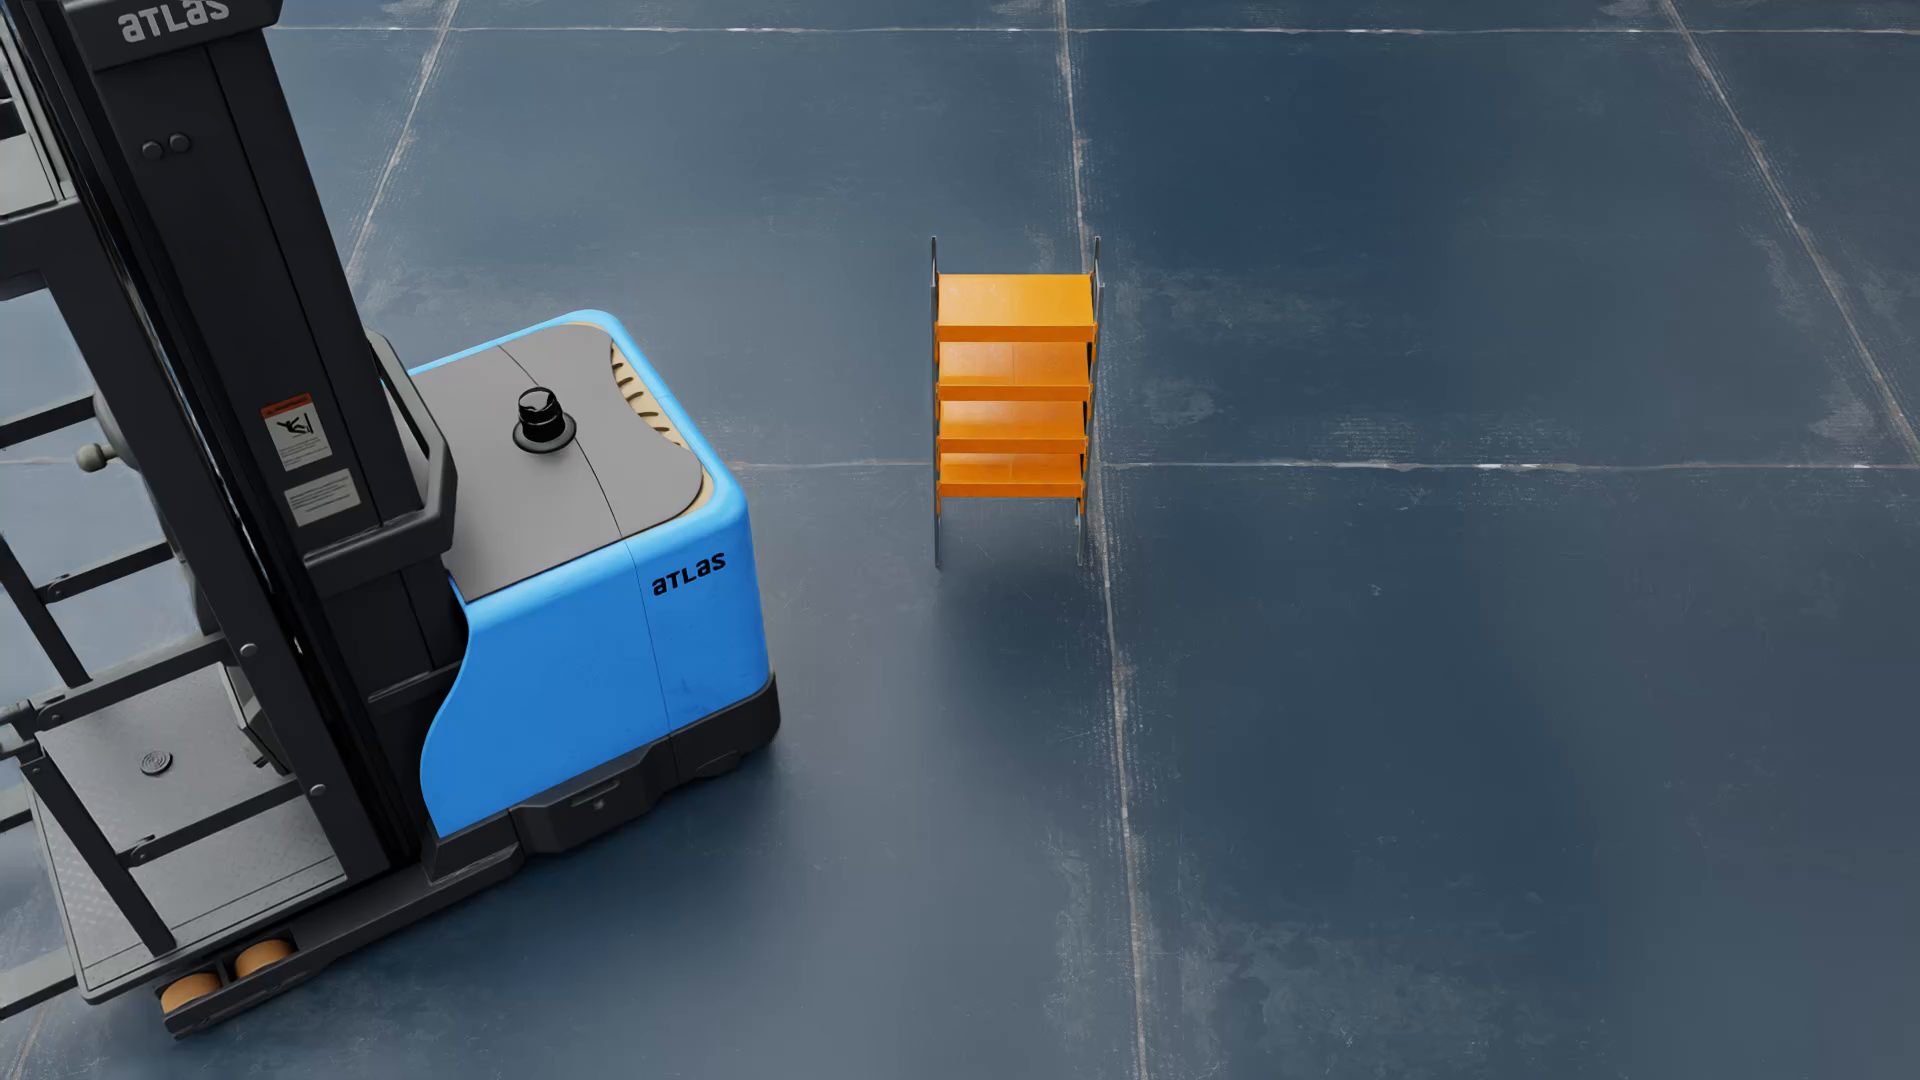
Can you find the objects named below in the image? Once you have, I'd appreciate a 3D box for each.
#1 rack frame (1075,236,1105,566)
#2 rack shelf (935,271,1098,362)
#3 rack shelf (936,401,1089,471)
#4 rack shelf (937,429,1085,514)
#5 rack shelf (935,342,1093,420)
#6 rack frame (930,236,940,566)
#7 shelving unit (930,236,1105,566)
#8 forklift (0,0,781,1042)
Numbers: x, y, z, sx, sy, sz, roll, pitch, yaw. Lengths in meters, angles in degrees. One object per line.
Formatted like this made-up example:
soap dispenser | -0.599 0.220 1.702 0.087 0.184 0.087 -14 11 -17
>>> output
rack frame | 0.410 -0.408 5.310 0.015 1.200 0.240 0 47 0
rack shelf | 0.166 -0.676 5.023 0.480 0.148 0.258 0 47 0
rack shelf | 0.166 -0.363 5.360 0.480 0.148 0.258 0 47 0
rack shelf | 0.166 -0.227 5.505 0.480 0.148 0.258 0 47 0
rack shelf | 0.166 -0.515 5.196 0.480 0.148 0.258 0 47 0
rack frame | -0.078 -0.409 5.311 0.015 1.200 0.240 0 47 0
shelving unit | 0.166 -0.408 5.310 0.503 1.200 0.258 0 47 0
forklift | -2.080 -0.114 3.853 3.031 2.935 1.130 -24 52 -21
